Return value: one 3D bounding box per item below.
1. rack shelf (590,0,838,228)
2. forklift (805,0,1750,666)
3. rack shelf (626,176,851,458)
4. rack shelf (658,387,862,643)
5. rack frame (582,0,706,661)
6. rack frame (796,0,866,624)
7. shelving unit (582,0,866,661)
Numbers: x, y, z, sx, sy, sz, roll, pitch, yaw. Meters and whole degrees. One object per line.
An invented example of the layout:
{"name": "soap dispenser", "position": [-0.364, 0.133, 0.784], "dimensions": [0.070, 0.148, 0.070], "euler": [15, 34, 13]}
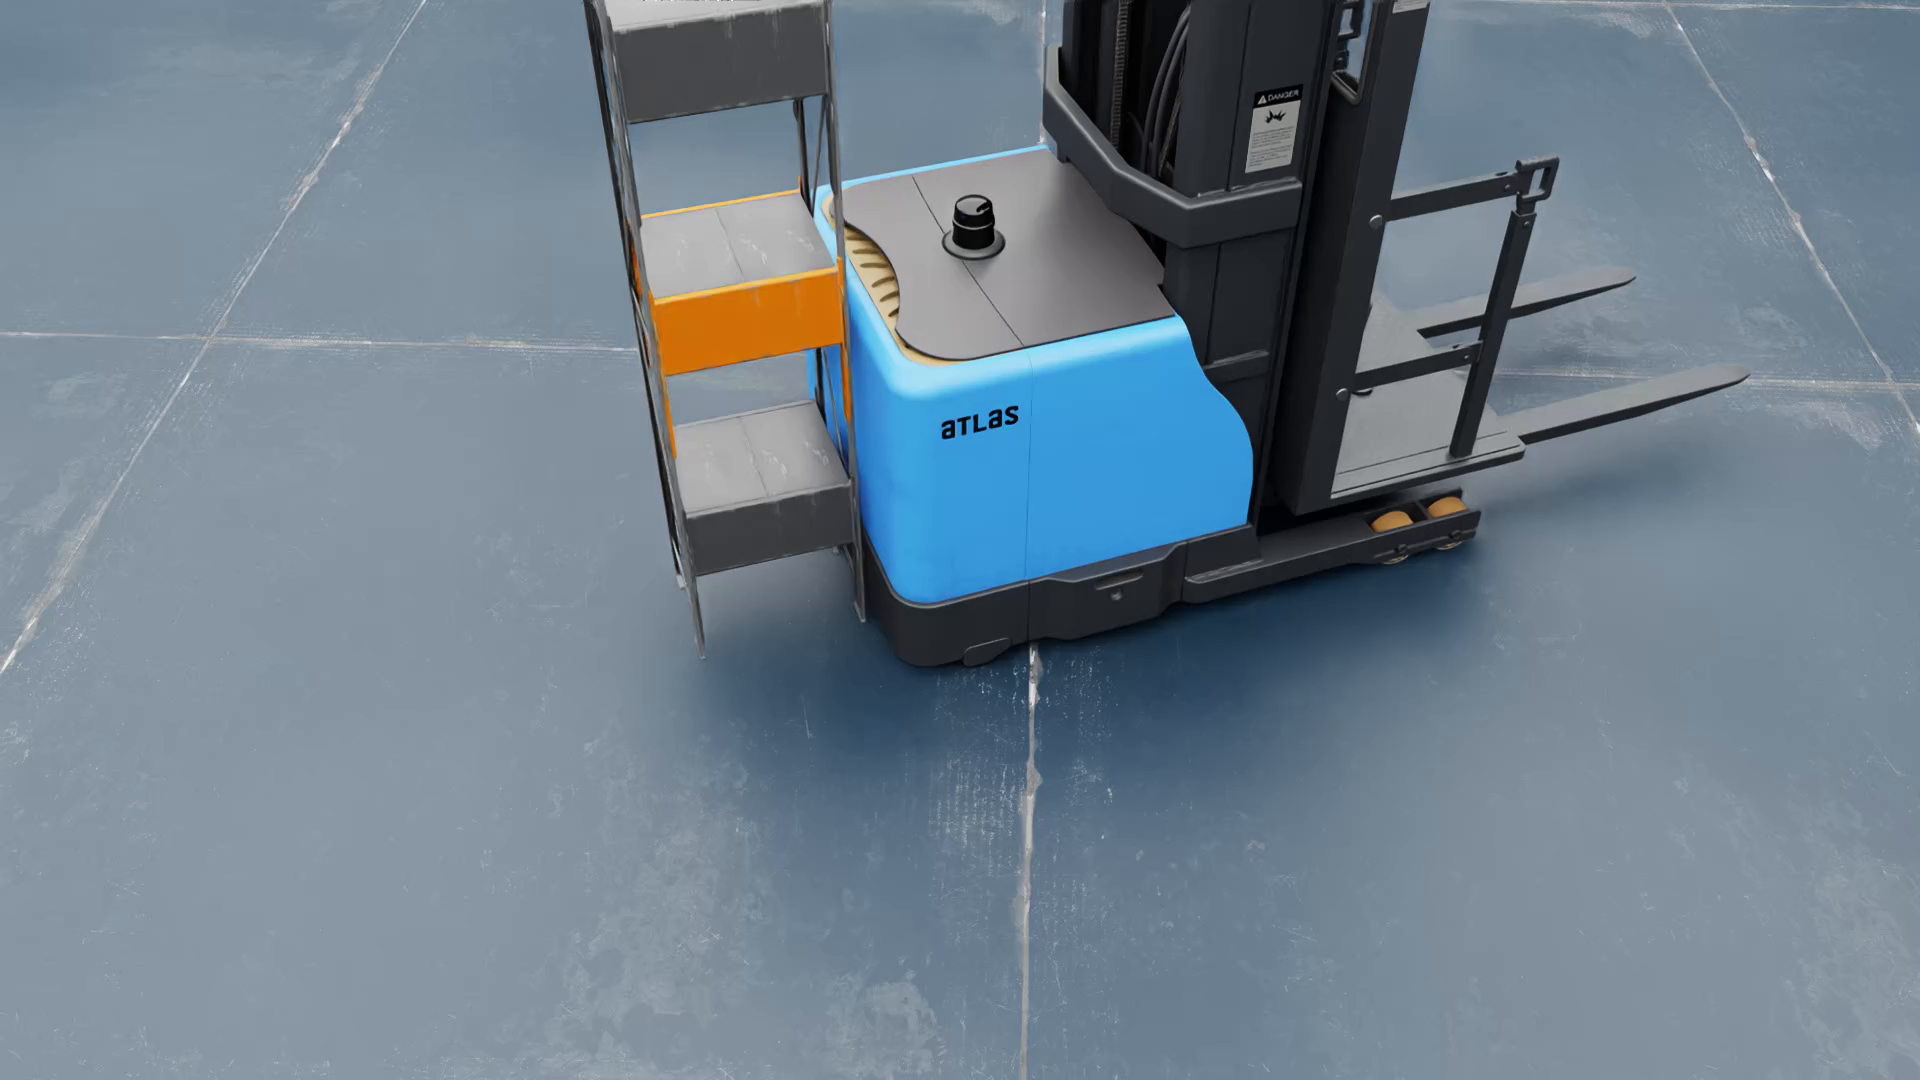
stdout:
{"name": "rack shelf", "position": [-0.582, -1.098, 3.882], "dimensions": [0.480, 0.518, 0.431], "euler": [-13, 44, -13]}
{"name": "forklift", "position": [1.087, -1.324, 4.521], "dimensions": [3.031, 2.935, 1.130], "euler": [-14, 45, -14]}
{"name": "rack shelf", "position": [-0.582, -0.586, 4.359], "dimensions": [0.480, 0.518, 0.431], "euler": [-13, 44, -13]}
{"name": "rack shelf", "position": [-0.582, -0.074, 4.836], "dimensions": [0.480, 0.518, 0.431], "euler": [-13, 44, -13]}
{"name": "rack frame", "position": [-0.814, -0.545, 4.294], "dimensions": [0.015, 2.100, 0.400], "euler": [-13, 44, -13]}
{"name": "rack frame", "position": [-0.350, -0.648, 4.405], "dimensions": [0.015, 2.100, 0.400], "euler": [-13, 44, -13]}
{"name": "shelving unit", "position": [-0.582, -0.596, 4.350], "dimensions": [0.503, 2.100, 0.431], "euler": [-13, 44, -13]}
